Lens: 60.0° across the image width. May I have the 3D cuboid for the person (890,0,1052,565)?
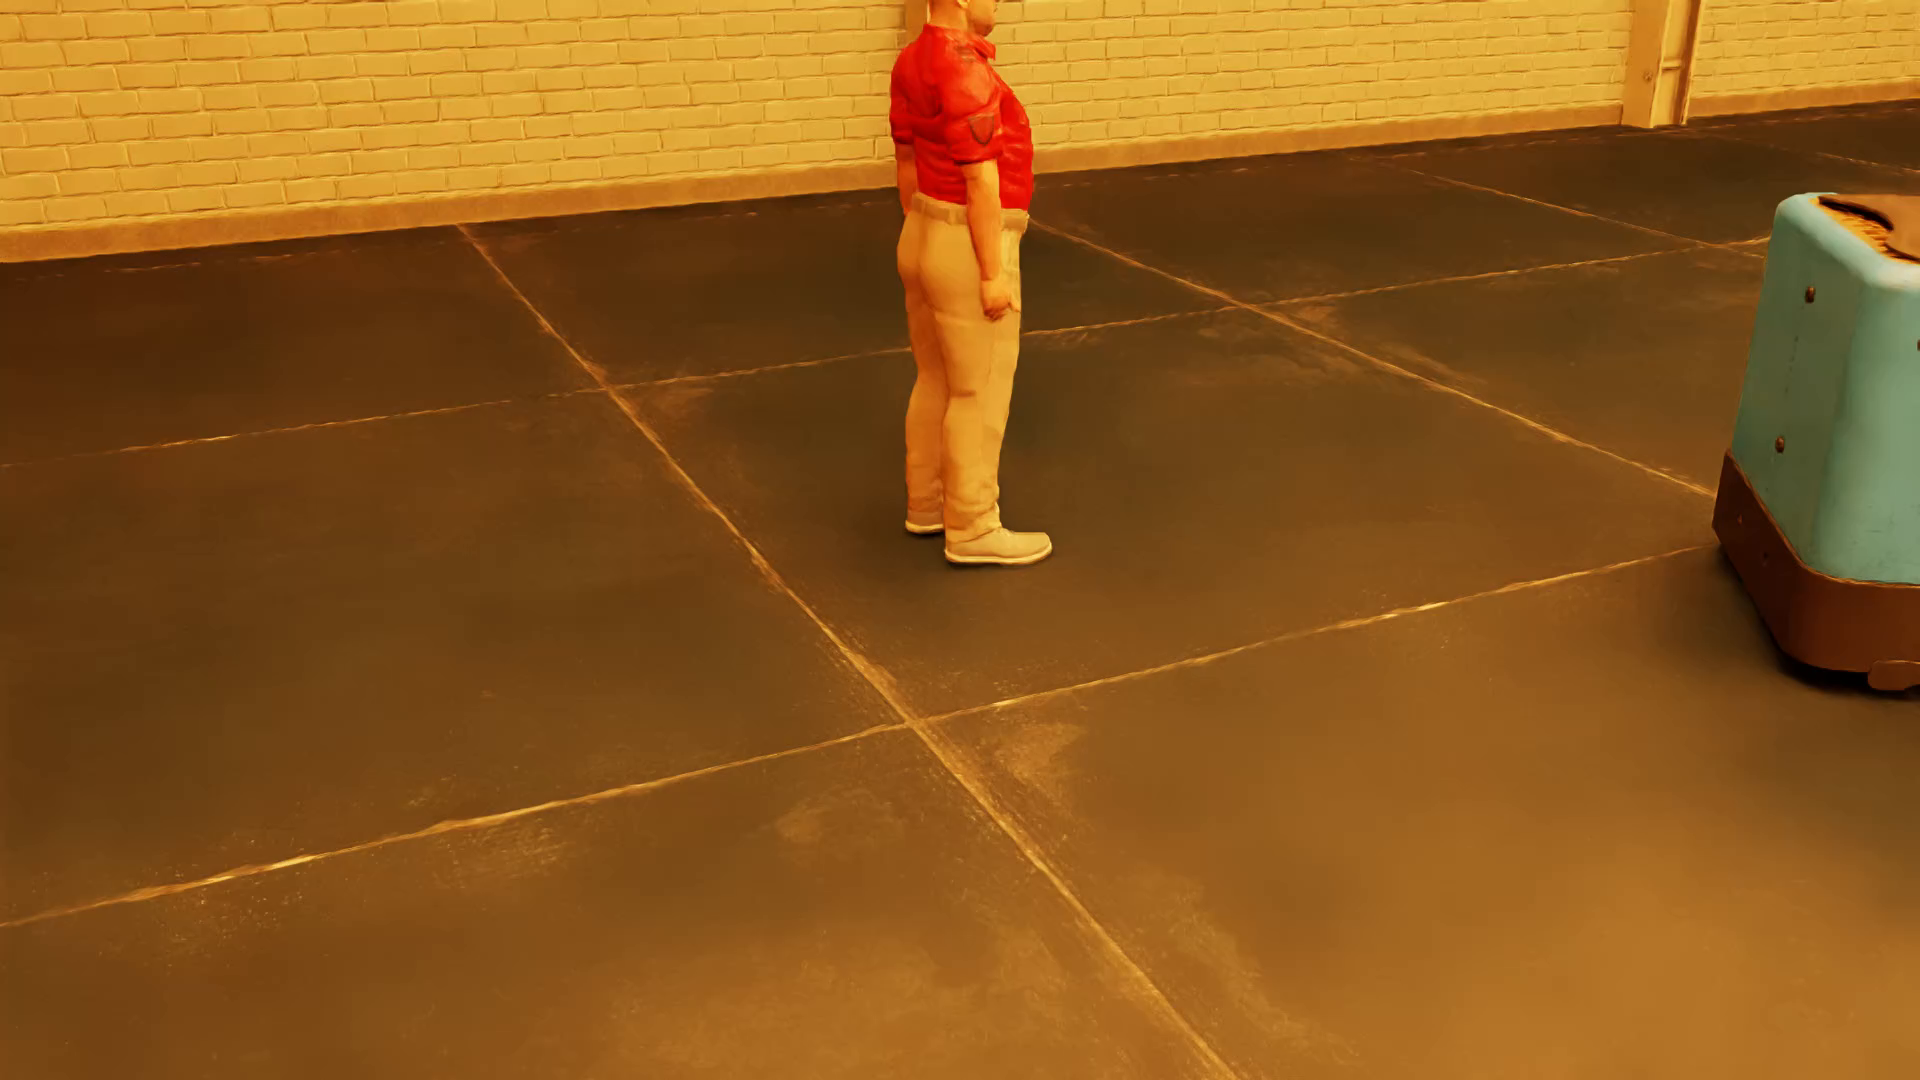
[{"bbox_3d":[0.023,-0.802,4.786,0.365,1.730,0.523,-10,25,-23],"label":"person"}]

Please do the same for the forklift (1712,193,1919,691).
[{"bbox_3d":[3.666,-1.050,3.814,3.031,2.935,1.130,5,23,11],"label":"forklift"}]
